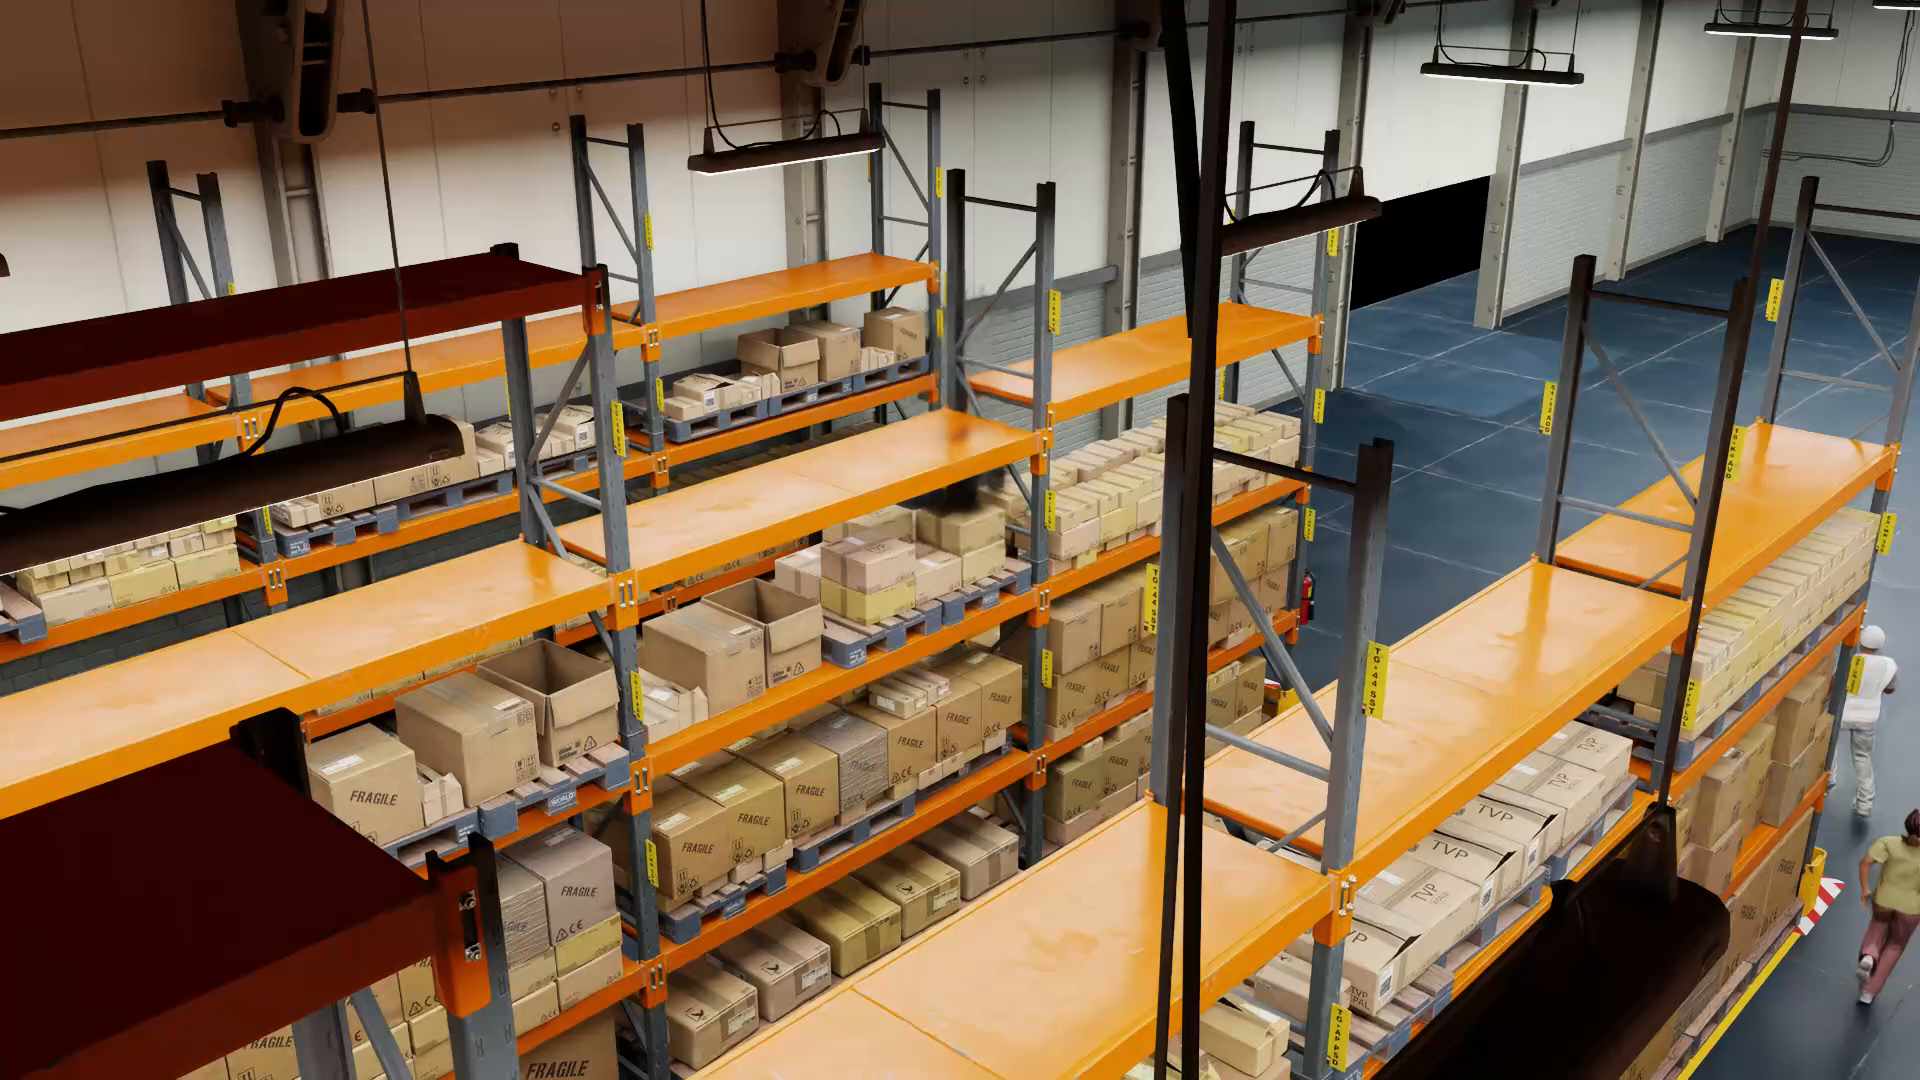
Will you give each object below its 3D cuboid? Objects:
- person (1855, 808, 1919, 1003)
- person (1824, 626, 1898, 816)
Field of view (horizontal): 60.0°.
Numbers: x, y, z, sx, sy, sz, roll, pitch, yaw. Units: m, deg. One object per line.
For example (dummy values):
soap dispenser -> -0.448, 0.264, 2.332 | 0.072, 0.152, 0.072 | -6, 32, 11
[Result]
person -> 7.155, 2.760, 12.684 | 0.574, 1.612, 0.553 | 17, 27, 37
person -> 8.229, 1.633, 15.352 | 0.697, 1.801, 0.897 | 4, 22, 10
